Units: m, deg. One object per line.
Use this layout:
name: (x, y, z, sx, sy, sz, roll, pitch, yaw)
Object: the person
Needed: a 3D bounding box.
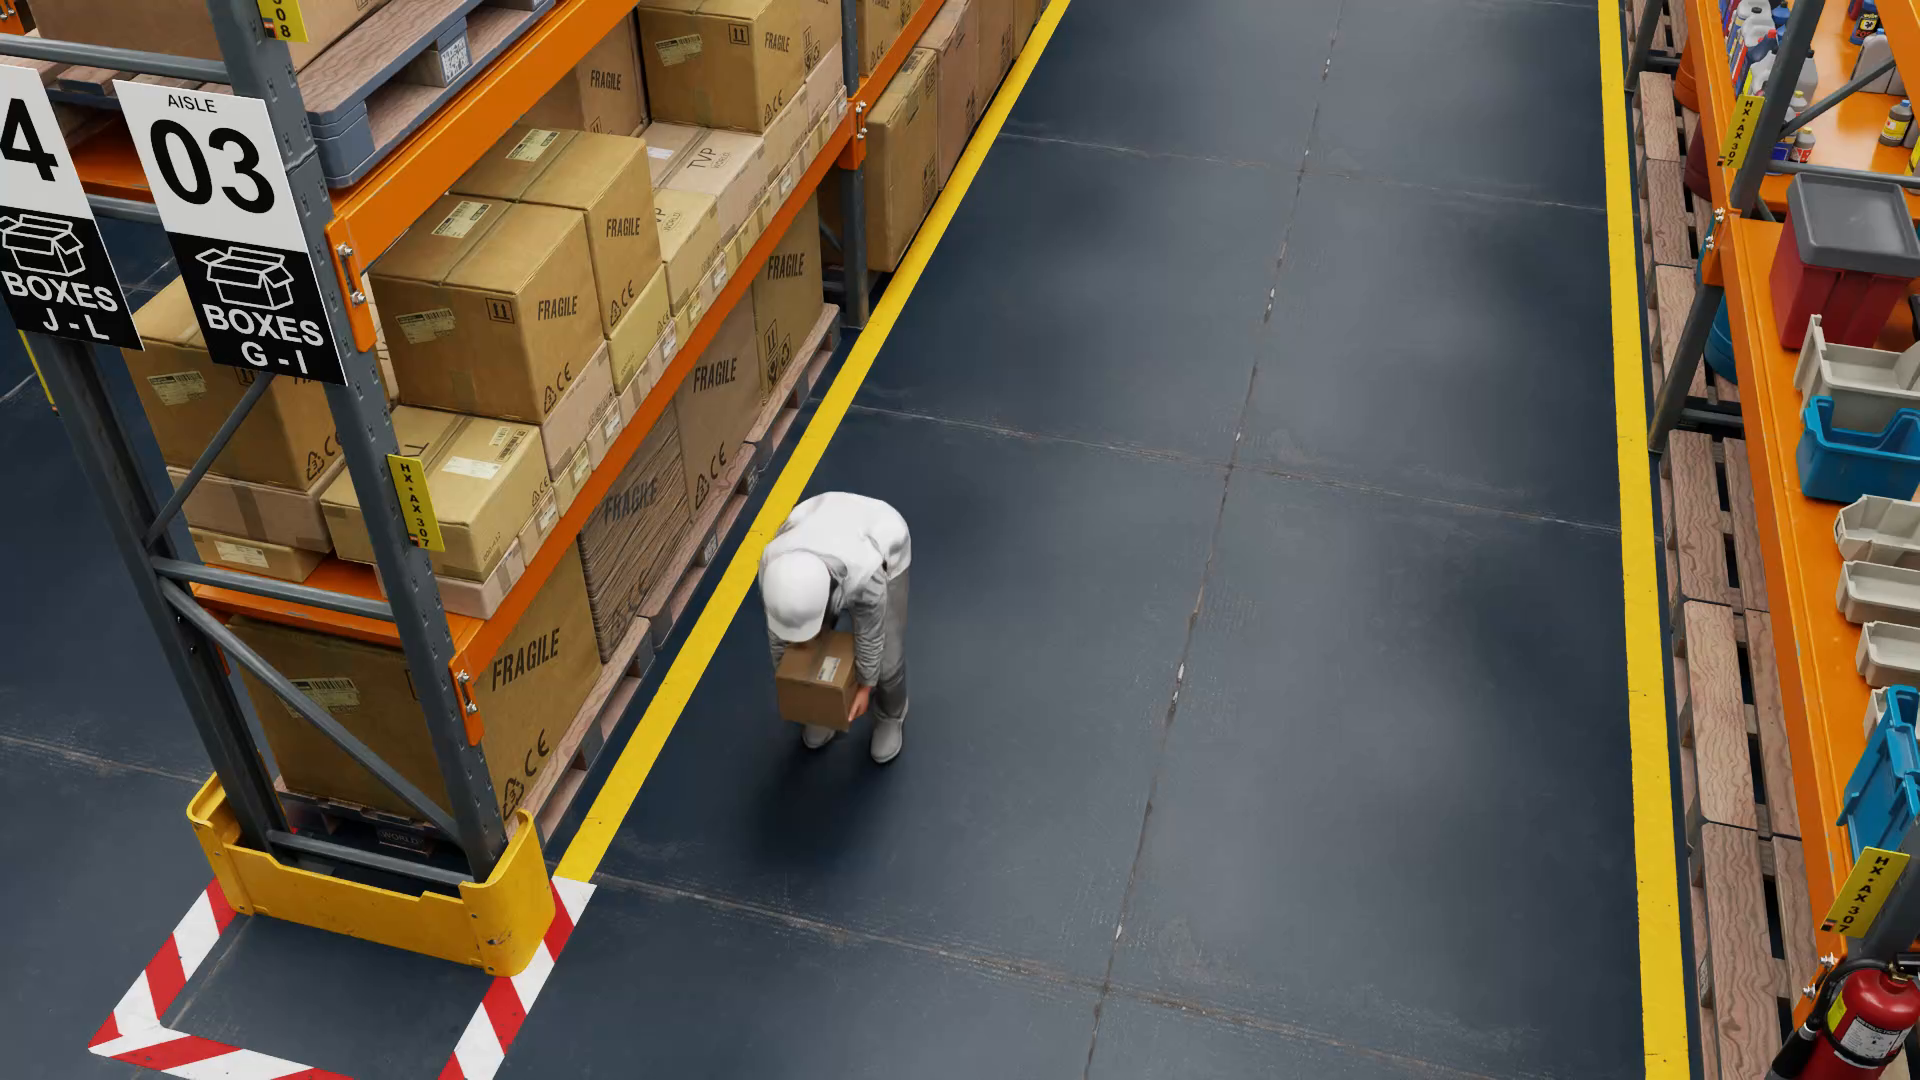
person: (-0.380, 0.073, 6.054, 0.583, 1.770, 0.464, 8, 41, 9)
